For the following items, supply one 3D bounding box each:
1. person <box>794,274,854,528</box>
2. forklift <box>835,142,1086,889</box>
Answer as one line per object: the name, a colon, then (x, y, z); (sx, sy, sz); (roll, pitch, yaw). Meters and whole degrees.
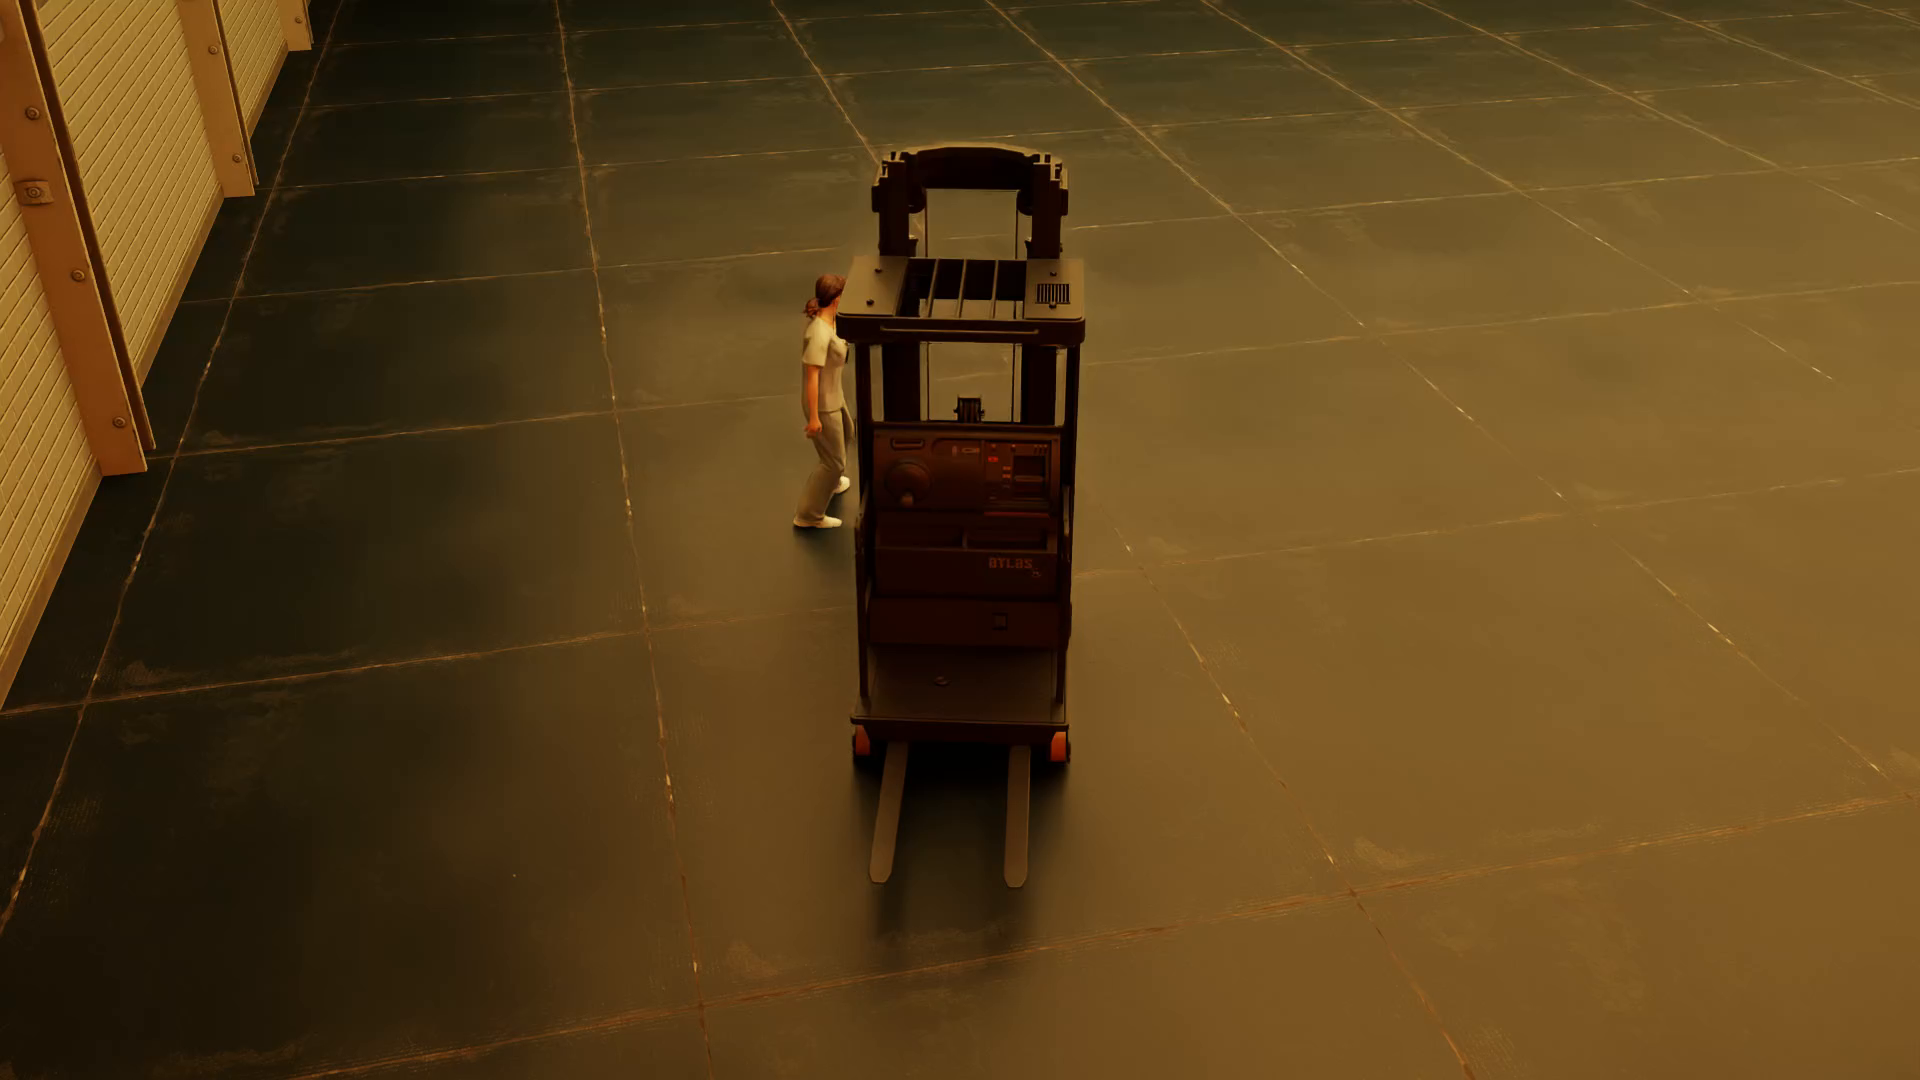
person: (-0.873, -0.868, 10.395); (0.401, 1.645, 0.794); (-1, 30, -2)
forklift: (0.022, -0.296, 8.086); (1.130, 2.935, 3.031); (2, 30, 3)
